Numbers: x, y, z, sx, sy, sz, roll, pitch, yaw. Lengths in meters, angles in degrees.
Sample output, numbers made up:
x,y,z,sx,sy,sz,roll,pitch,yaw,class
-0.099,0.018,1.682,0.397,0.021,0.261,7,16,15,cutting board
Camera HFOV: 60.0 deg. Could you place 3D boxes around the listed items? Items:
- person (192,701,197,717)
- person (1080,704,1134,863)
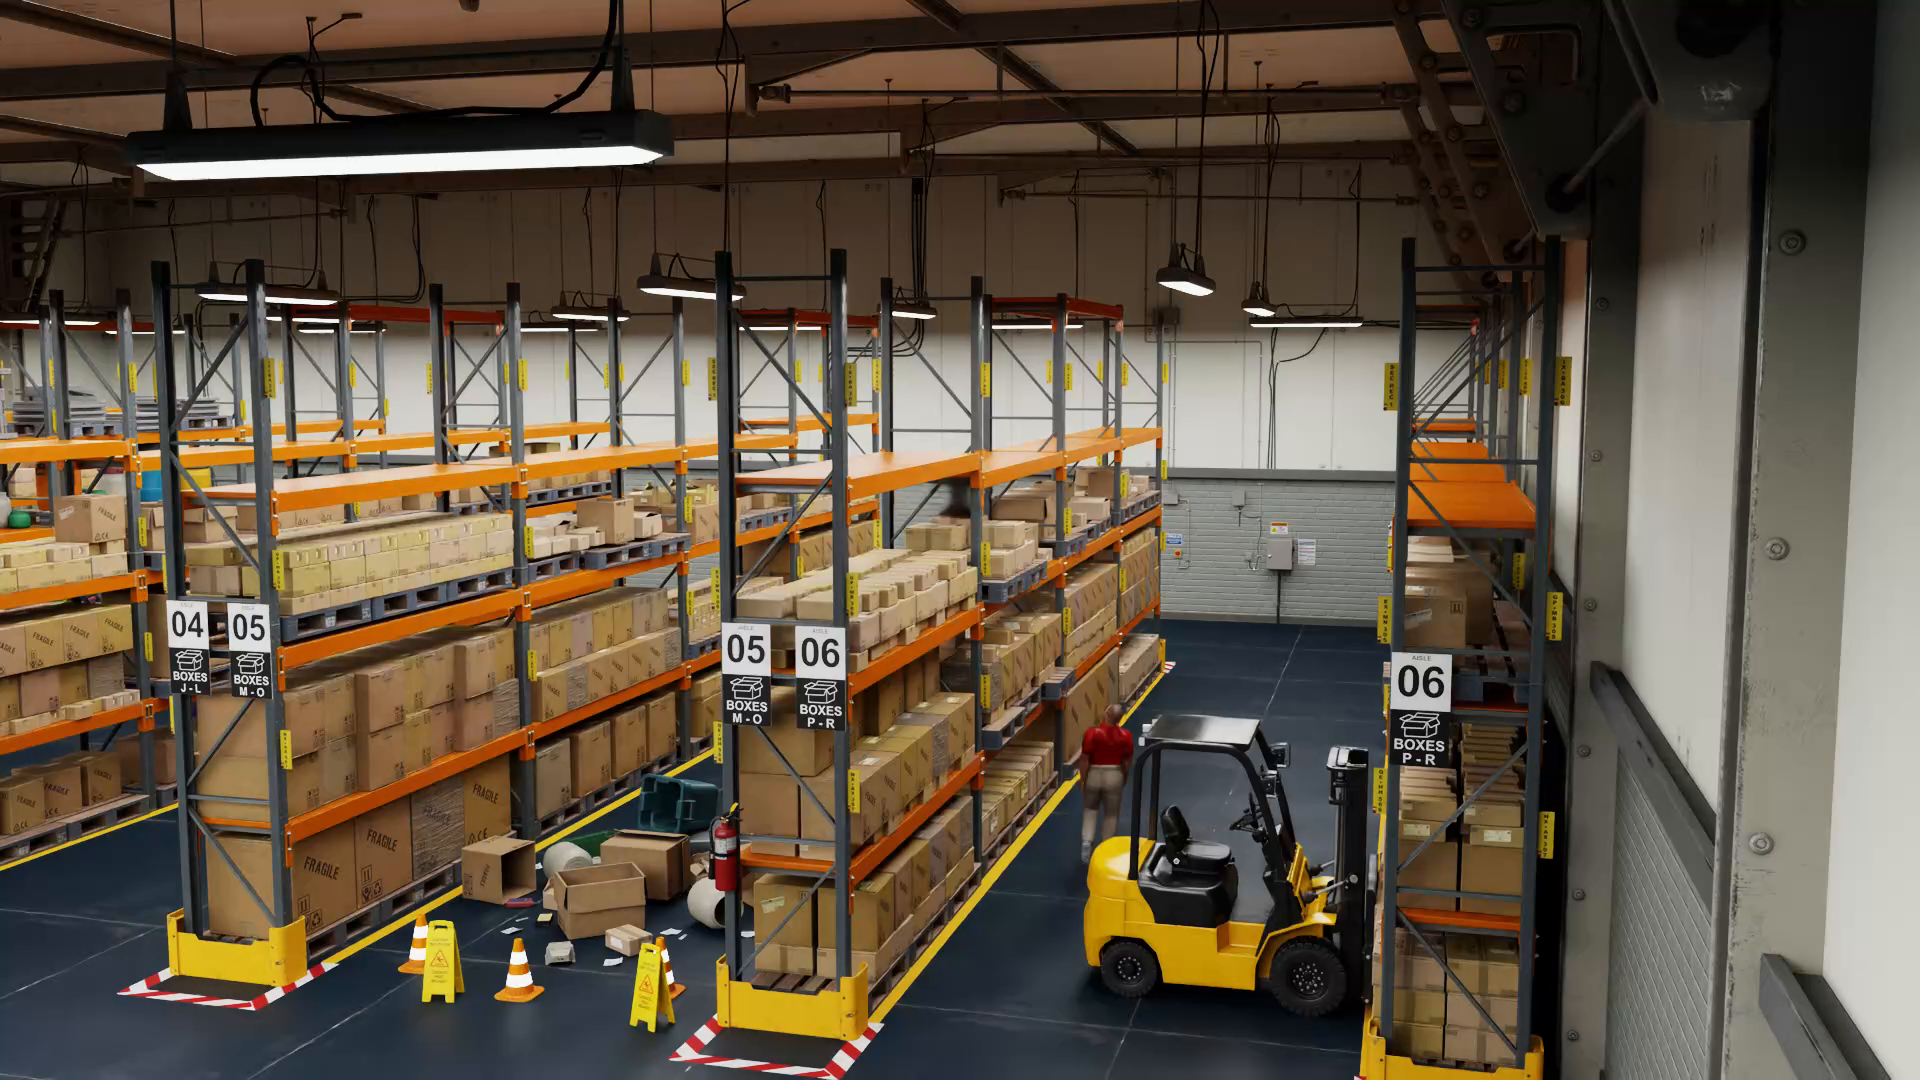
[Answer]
x,y,z,sx,sy,sz,roll,pitch,yaw,class
-10.598,1.968,22.857,0.536,1.663,0.442,-4,7,-34,person
1.522,2.500,17.165,0.544,1.700,0.589,2,6,18,person
